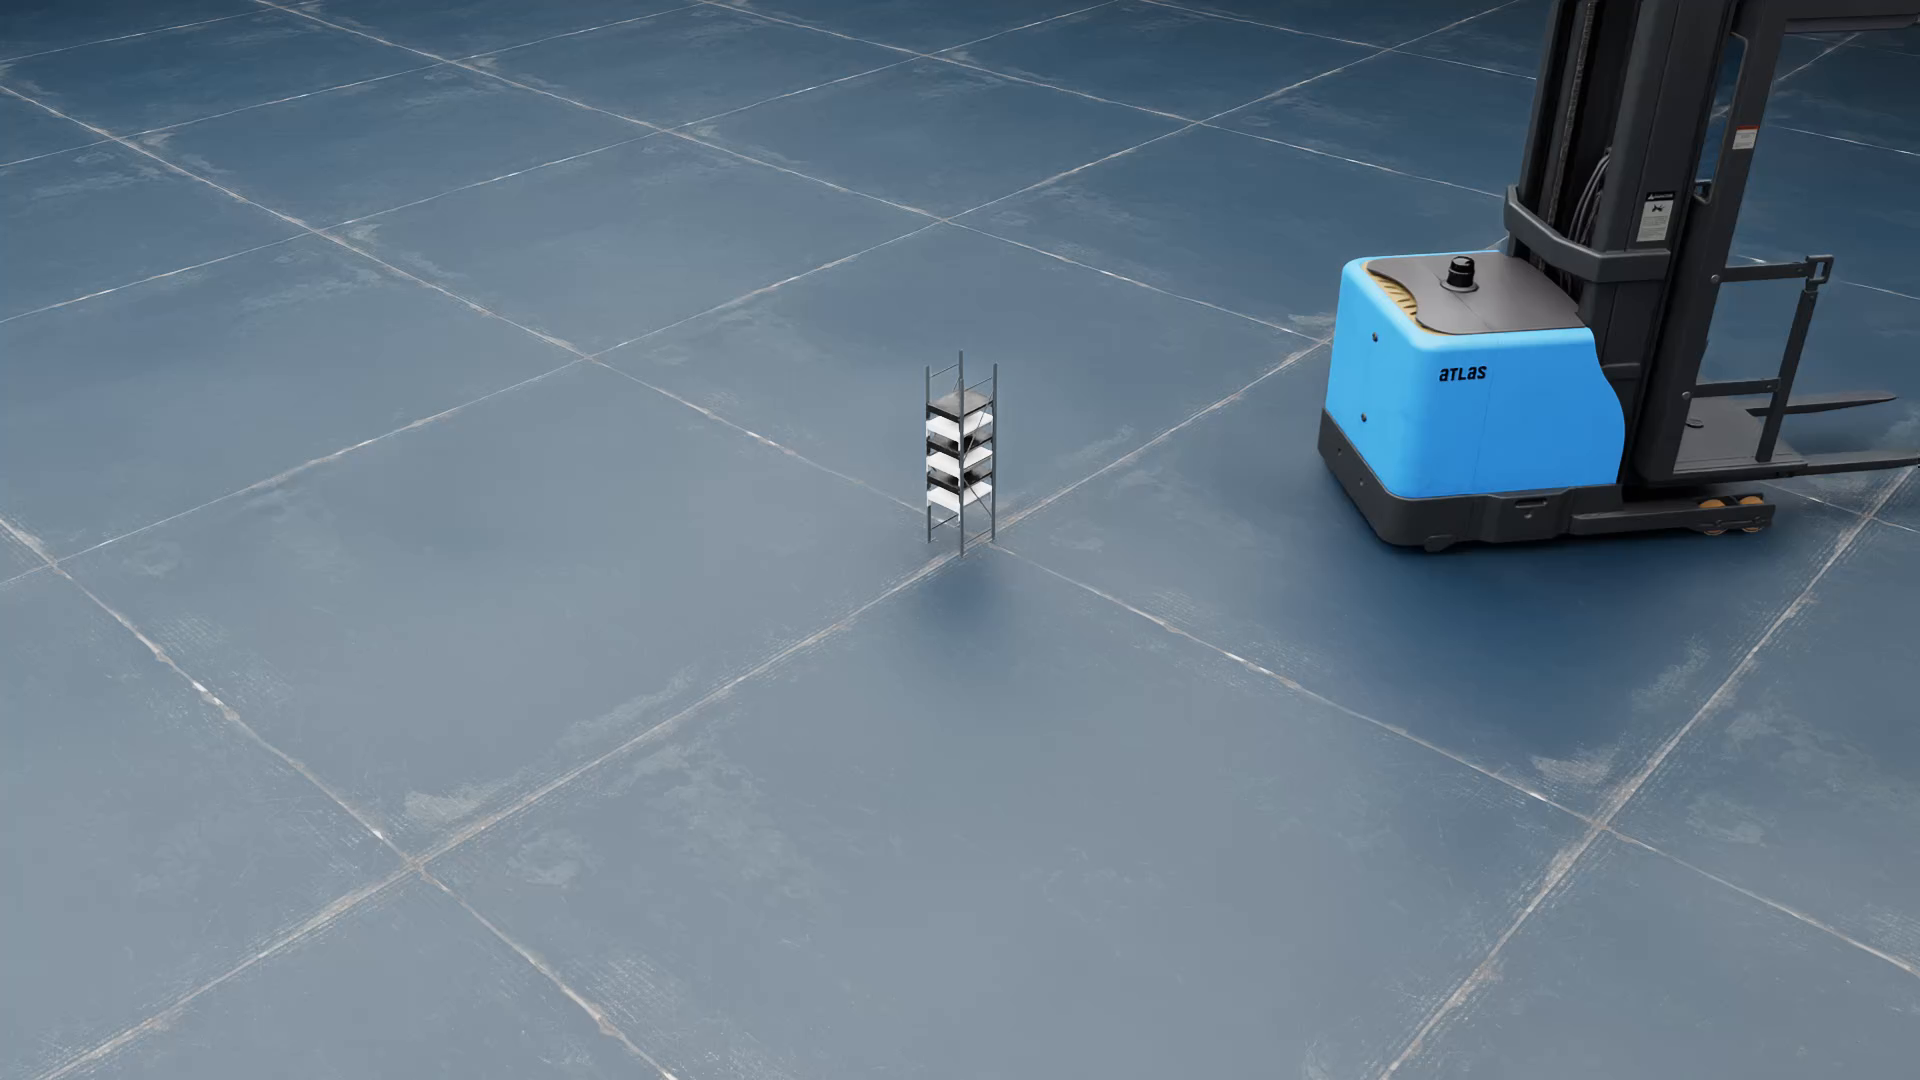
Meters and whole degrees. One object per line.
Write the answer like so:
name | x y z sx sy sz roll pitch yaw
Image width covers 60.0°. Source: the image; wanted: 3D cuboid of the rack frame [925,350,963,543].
rack frame | -0.069 -0.418 7.572 0.006 0.900 0.240 25 39 35

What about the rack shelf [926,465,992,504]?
rack shelf | 0.006 -0.277 7.577 0.200 0.077 0.258 25 39 35

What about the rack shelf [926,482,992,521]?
rack shelf | 0.006 -0.200 7.623 0.200 0.077 0.258 25 39 35

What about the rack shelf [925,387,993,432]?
rack shelf | 0.006 -0.585 7.391 0.200 0.077 0.258 25 39 35

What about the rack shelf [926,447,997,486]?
rack shelf | 0.006 -0.354 7.530 0.200 0.077 0.258 25 39 35

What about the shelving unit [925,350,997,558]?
shelving unit | 0.006 -0.383 7.513 0.210 0.900 0.258 25 39 35

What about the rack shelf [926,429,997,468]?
rack shelf | 0.006 -0.431 7.484 0.200 0.077 0.258 25 39 35

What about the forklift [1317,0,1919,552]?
forklift | 3.360 -1.542 7.470 3.031 2.935 1.130 -4 31 -7

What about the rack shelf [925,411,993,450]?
rack shelf | 0.006 -0.508 7.438 0.200 0.077 0.258 25 39 35

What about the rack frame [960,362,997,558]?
rack frame | 0.081 -0.348 7.455 0.006 0.900 0.240 25 39 35
